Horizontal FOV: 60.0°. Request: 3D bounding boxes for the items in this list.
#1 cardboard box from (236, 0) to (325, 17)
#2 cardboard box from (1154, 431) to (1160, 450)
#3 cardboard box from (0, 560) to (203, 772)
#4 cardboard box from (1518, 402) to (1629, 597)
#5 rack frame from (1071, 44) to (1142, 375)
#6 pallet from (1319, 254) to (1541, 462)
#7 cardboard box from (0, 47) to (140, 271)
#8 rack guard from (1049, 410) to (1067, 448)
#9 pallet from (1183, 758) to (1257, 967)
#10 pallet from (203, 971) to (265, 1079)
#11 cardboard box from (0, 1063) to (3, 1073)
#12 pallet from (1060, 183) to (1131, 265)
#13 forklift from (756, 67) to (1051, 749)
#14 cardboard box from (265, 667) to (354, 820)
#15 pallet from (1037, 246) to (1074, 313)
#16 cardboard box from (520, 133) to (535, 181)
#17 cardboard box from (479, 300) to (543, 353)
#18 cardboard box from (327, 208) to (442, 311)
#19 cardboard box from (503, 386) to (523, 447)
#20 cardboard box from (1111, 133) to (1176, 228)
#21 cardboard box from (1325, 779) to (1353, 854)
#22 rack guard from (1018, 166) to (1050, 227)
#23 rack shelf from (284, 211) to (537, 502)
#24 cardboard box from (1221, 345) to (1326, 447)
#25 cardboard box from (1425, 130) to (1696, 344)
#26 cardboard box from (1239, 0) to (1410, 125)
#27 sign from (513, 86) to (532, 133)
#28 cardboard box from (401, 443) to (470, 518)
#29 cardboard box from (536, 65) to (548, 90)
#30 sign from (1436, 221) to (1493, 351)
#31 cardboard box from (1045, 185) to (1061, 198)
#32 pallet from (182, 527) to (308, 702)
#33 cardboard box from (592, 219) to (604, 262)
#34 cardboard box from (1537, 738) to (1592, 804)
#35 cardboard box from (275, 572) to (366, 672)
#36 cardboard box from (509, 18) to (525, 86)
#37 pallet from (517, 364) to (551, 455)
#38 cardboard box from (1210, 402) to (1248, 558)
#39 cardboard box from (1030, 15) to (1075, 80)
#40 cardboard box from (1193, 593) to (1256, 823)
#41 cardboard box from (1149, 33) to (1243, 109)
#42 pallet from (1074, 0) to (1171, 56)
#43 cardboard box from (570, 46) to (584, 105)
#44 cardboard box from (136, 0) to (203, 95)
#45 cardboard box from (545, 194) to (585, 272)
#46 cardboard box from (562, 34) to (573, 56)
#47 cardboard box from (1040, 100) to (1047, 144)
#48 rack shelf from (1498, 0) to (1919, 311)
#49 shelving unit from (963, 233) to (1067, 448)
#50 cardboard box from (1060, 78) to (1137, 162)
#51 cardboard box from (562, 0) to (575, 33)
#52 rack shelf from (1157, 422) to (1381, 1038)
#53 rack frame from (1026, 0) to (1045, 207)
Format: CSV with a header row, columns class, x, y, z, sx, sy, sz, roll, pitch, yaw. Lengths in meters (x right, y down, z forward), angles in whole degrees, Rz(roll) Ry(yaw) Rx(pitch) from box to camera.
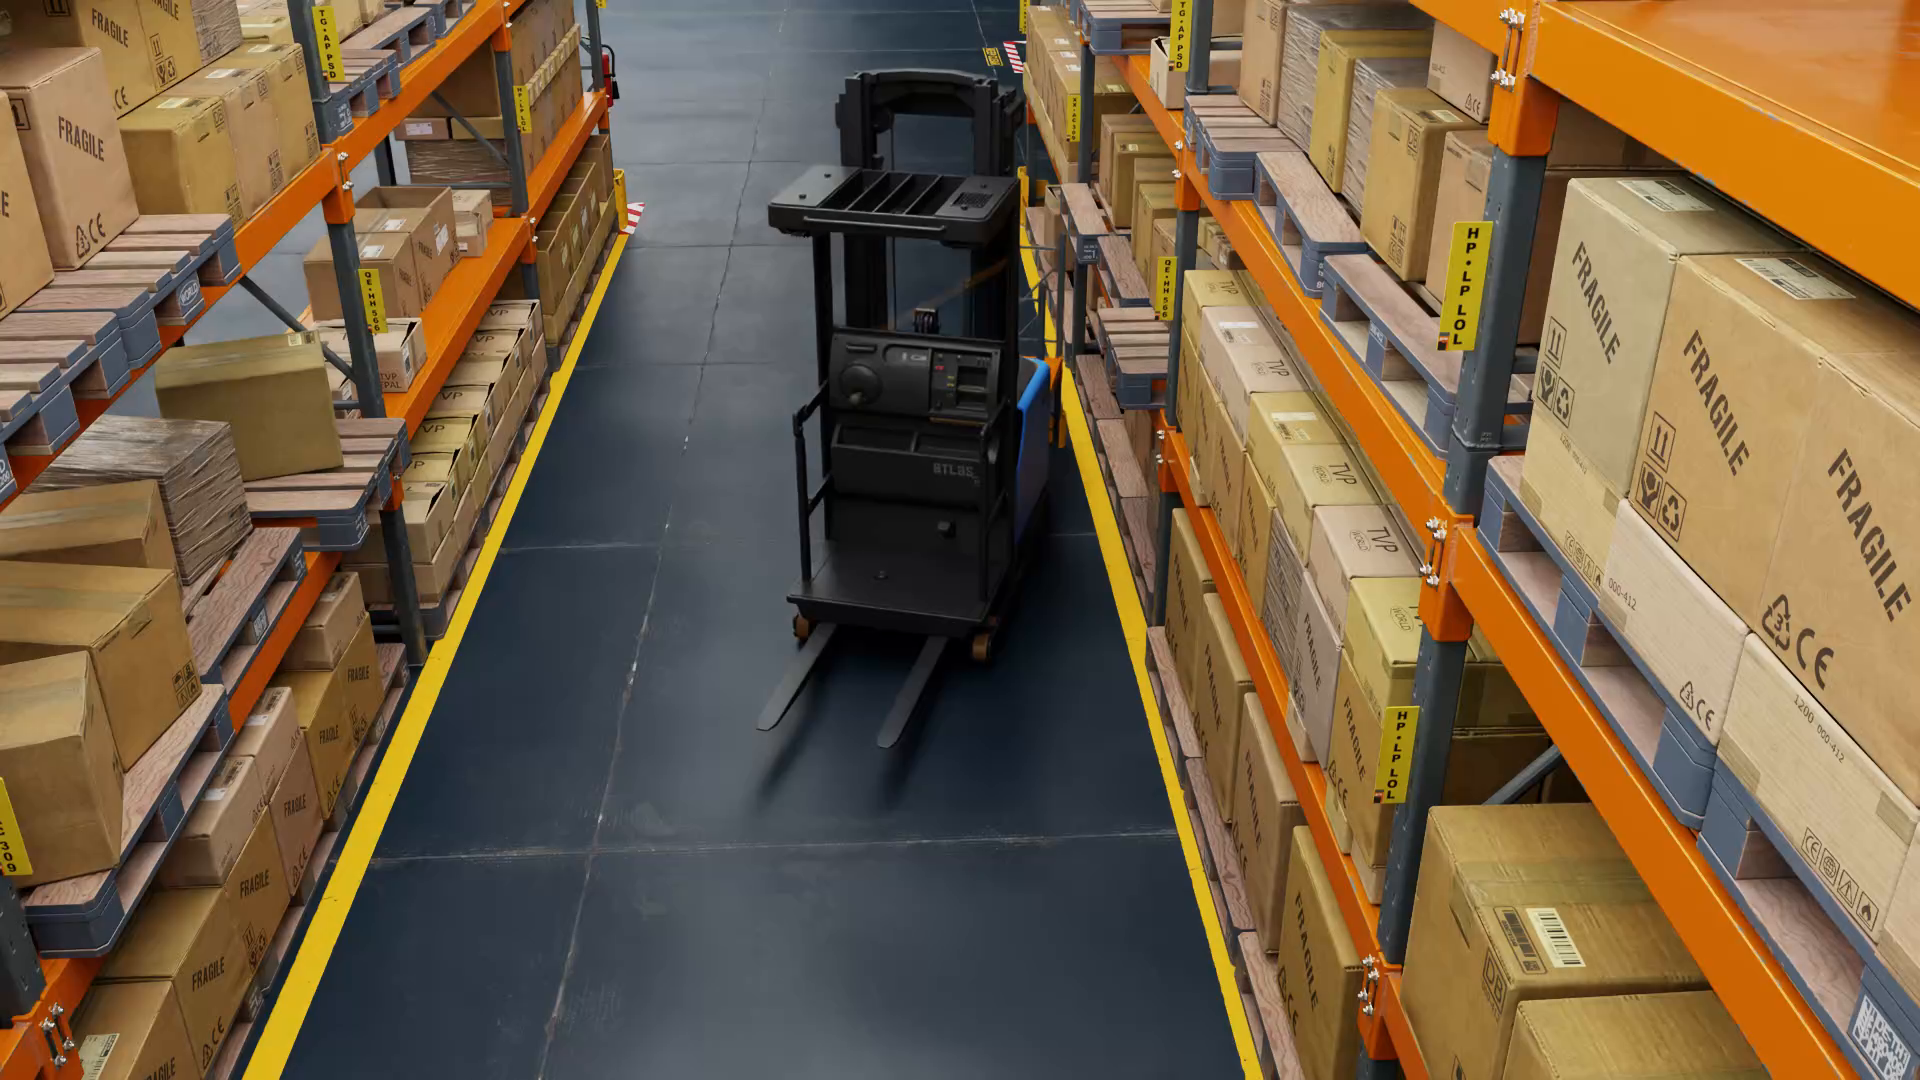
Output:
class,x,y,z,sx,sy,sz,roll,pitch,yaw
cardboard box,-3.511,-2.558,8.376,0.500,0.250,0.500,-1,28,-1
cardboard box,1.561,-0.439,10.075,0.700,0.500,0.500,-1,28,-3
cardboard box,-3.077,0.418,5.643,0.700,0.500,0.500,3,28,5
cardboard box,1.543,-0.101,3.557,0.500,0.250,0.500,-1,28,-3
rack frame,1.352,-2.627,12.044,1.000,3.000,0.127,-1,28,-3
pallet,1.673,-0.600,5.120,0.805,0.209,1.217,-2,28,-5
cardboard box,-3.202,-1.267,5.521,0.600,0.600,0.600,-2,28,-5
rack guard,0.439,-0.785,11.485,0.587,0.250,0.087,5,28,9
pallet,1.588,1.384,7.368,1.003,0.211,1.213,-1,28,-3
pallet,-3.257,2.050,6.091,1.003,0.211,1.213,-1,28,-3
cardboard box,-2.894,1.369,4.274,0.500,0.500,0.500,-1,28,-2
pallet,1.247,-2.186,11.405,1.003,0.211,1.213,-1,28,-3
forklift,-0.293,-0.832,8.676,1.130,2.935,3.031,7,28,12
cardboard box,-3.075,0.920,7.470,0.500,0.500,0.500,-2,28,-5
pallet,1.215,-2.265,14.364,1.003,0.211,1.213,-1,28,-3
cardboard box,-3.658,-2.998,12.647,0.700,0.500,0.500,-2,28,-3
cardboard box,-3.287,-1.542,11.875,0.500,0.311,0.500,-1,28,-3
cardboard box,-3.517,-1.721,10.197,0.500,0.500,0.500,-1,28,-3
cardboard box,-3.231,-0.819,11.095,0.500,0.250,0.500,-1,28,-2
cardboard box,1.367,-2.373,10.972,0.700,0.500,0.500,1,28,3
cardboard box,1.433,0.904,5.522,0.380,0.149,0.250,-1,28,-2
rack guard,1.148,-3.331,16.096,1.175,0.500,0.348,-1,28,-3
rack shelf,-3.490,-1.263,10.207,1.077,0.370,4.000,-1,28,-3
cardboard box,1.386,-0.603,6.900,0.500,0.250,0.500,-1,28,-2
cardboard box,1.834,-0.911,4.926,0.700,0.500,0.500,-3,28,-5
cardboard box,1.644,-2.131,7.265,0.700,0.500,0.500,-3,28,-7
sign,-3.053,-3.002,11.595,0.100,0.325,0.005,-1,28,-3
cardboard box,-3.155,-0.366,9.620,0.500,0.311,0.500,-2,28,-4
cardboard box,-3.499,-3.682,13.256,0.380,0.149,0.250,-2,28,-3
sign,1.229,-0.614,4.040,0.100,0.325,0.005,-1,28,-3
cardboard box,1.090,-3.156,15.489,0.500,0.311,0.500,-4,28,-8
pallet,-3.279,0.324,6.592,1.003,0.211,1.213,-1,28,-3
cardboard box,-3.414,-2.618,14.546,0.500,0.250,0.500,-1,28,-3
cardboard box,1.998,0.664,5.283,0.500,0.500,0.500,-2,28,-4
cardboard box,-3.095,0.374,7.705,0.500,0.250,0.500,0,28,-1
cardboard box,-3.651,-3.564,12.328,0.700,0.500,0.500,-1,28,-3
pallet,-3.517,-0.930,11.805,1.003,0.211,1.213,-1,28,-3
cardboard box,1.374,-0.263,7.060,0.500,0.500,0.500,-2,28,-3
cardboard box,0.884,-4.293,14.567,0.500,0.500,0.500,-1,28,-2
cardboard box,1.508,0.734,7.469,0.750,0.750,0.750,-2,28,-3
cardboard box,1.254,-2.405,8.449,0.500,0.311,0.500,-1,28,-3
pallet,1.336,-3.107,9.924,1.213,0.211,1.003,-1,28,-3
cardboard box,-3.792,-4.182,14.916,0.700,0.500,0.500,-1,28,-3
cardboard box,-3.342,-2.039,6.483,0.500,0.500,0.500,-1,28,-3
cardboard box,-3.358,-2.489,13.487,0.500,0.500,0.500,-1,28,-3
cardboard box,-3.564,-4.274,14.392,0.380,0.149,0.250,-2,28,-3
cardboard box,0.938,-3.476,13.811,0.500,0.250,0.500,-1,28,-2
rack shelf,1.875,-0.173,2.061,1.077,0.370,4.000,-1,28,-3
shelving unit,0.353,-1.112,10.761,0.587,1.500,1.083,5,28,9
cardboard box,1.019,-3.113,12.305,0.500,0.500,0.500,-1,28,-3
cardboard box,-3.789,-4.732,14.569,0.700,0.500,0.500,-1,28,-2
rack shelf,1.666,0.463,6.897,1.077,0.370,4.000,-1,28,-3
rack frame,1.144,-4.475,15.586,1.000,3.000,0.127,-1,28,-3
